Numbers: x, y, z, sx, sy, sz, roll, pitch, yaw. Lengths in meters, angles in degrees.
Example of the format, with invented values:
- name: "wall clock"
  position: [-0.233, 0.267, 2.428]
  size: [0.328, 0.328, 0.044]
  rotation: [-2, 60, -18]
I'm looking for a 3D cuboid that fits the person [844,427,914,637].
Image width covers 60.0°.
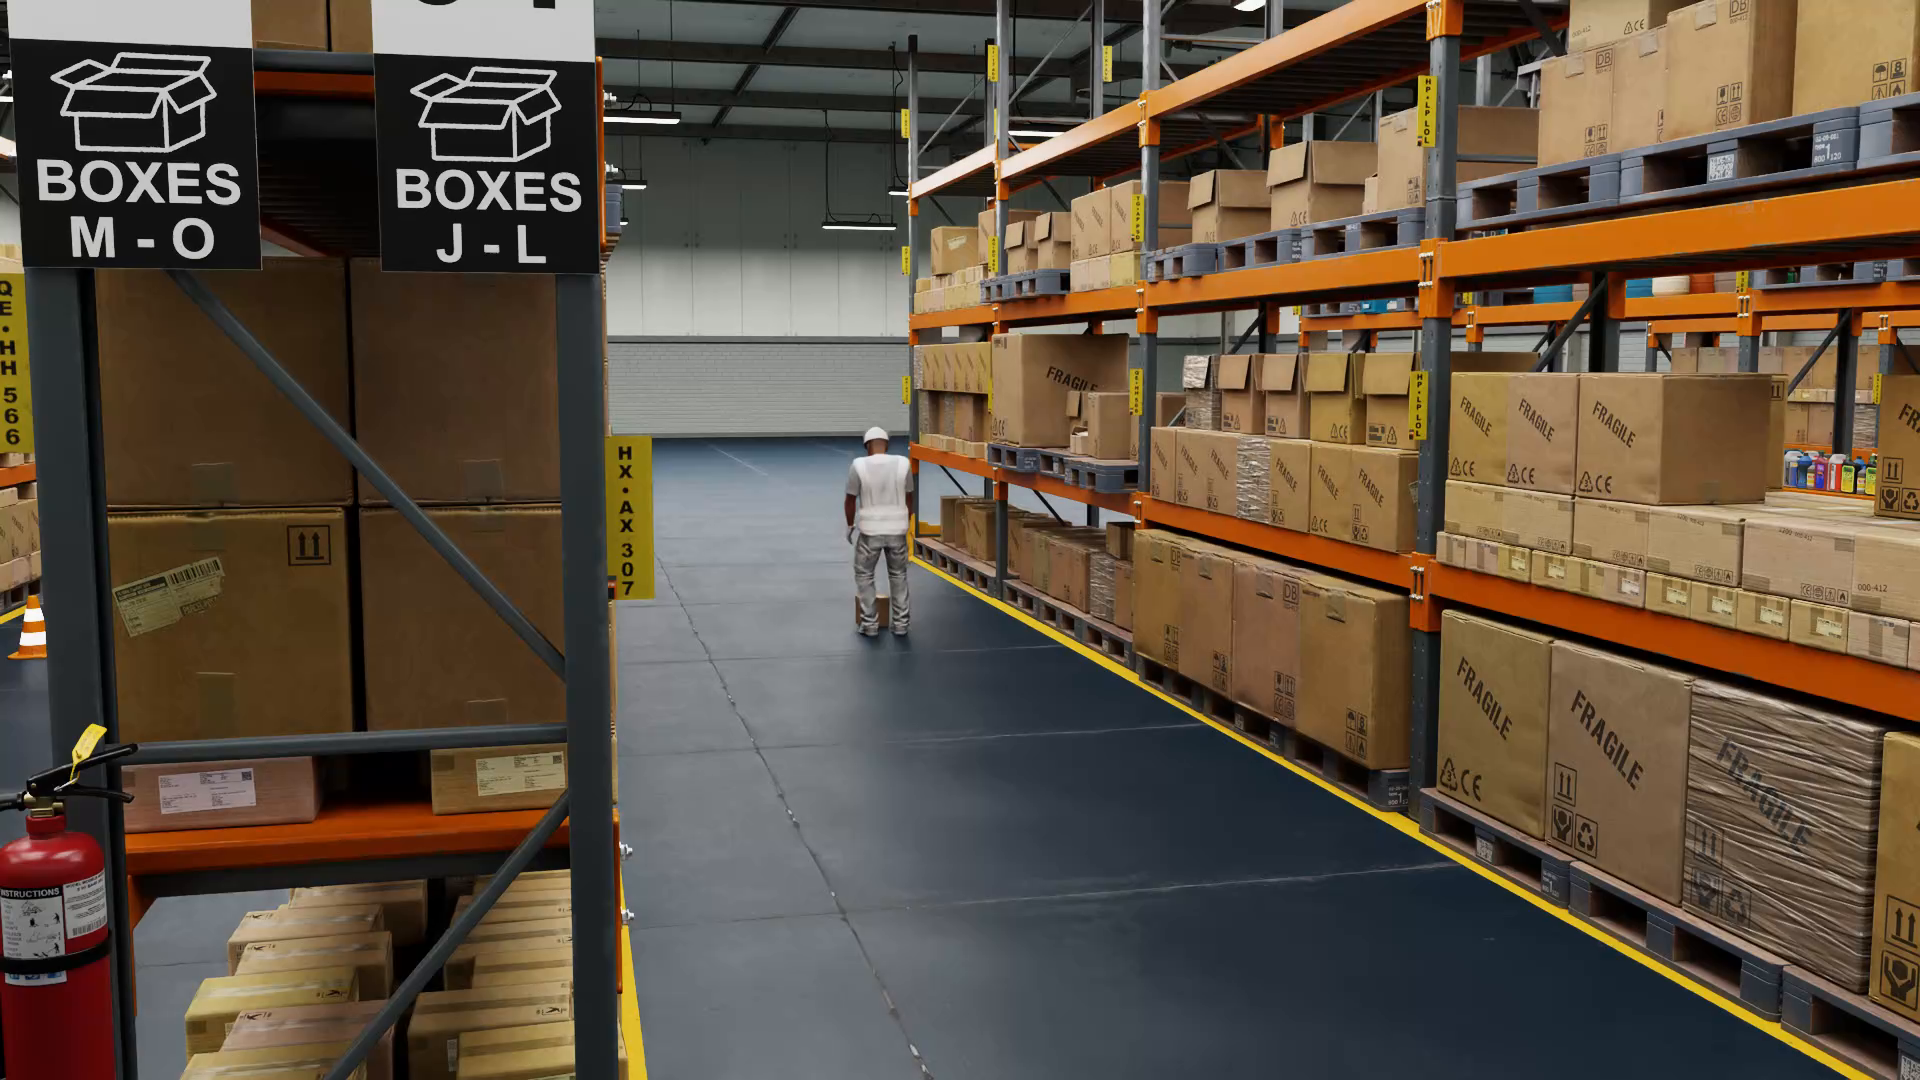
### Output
- name: "person"
  position: [-0.671, -0.072, 13.791]
  size: [0.576, 1.721, 0.477]
  rotation: [-1, 6, -12]
